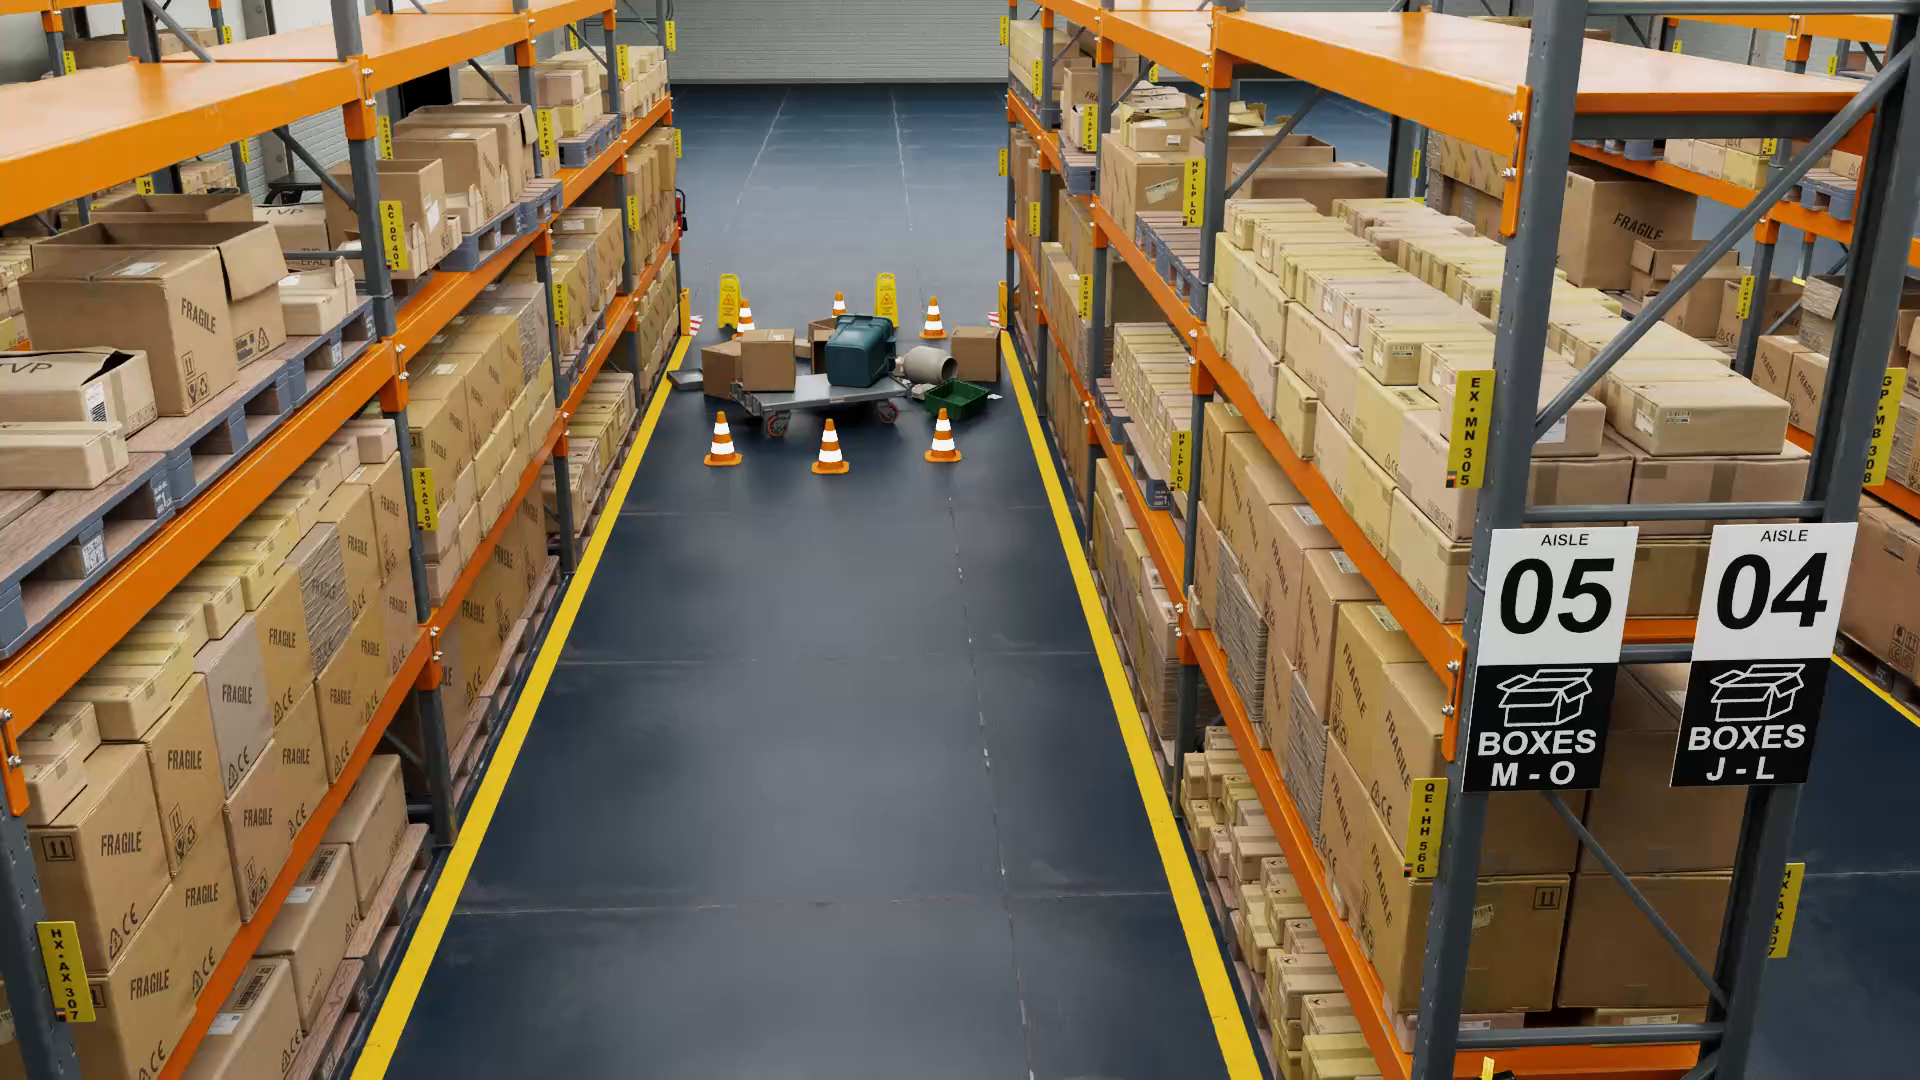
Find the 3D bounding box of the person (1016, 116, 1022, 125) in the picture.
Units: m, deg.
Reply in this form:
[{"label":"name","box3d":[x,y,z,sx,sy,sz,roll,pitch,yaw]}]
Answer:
[{"label":"person","box3d":[-1.008,-0.677,9.564,12.306,2.400,19.130,-8,22,-22]}]
